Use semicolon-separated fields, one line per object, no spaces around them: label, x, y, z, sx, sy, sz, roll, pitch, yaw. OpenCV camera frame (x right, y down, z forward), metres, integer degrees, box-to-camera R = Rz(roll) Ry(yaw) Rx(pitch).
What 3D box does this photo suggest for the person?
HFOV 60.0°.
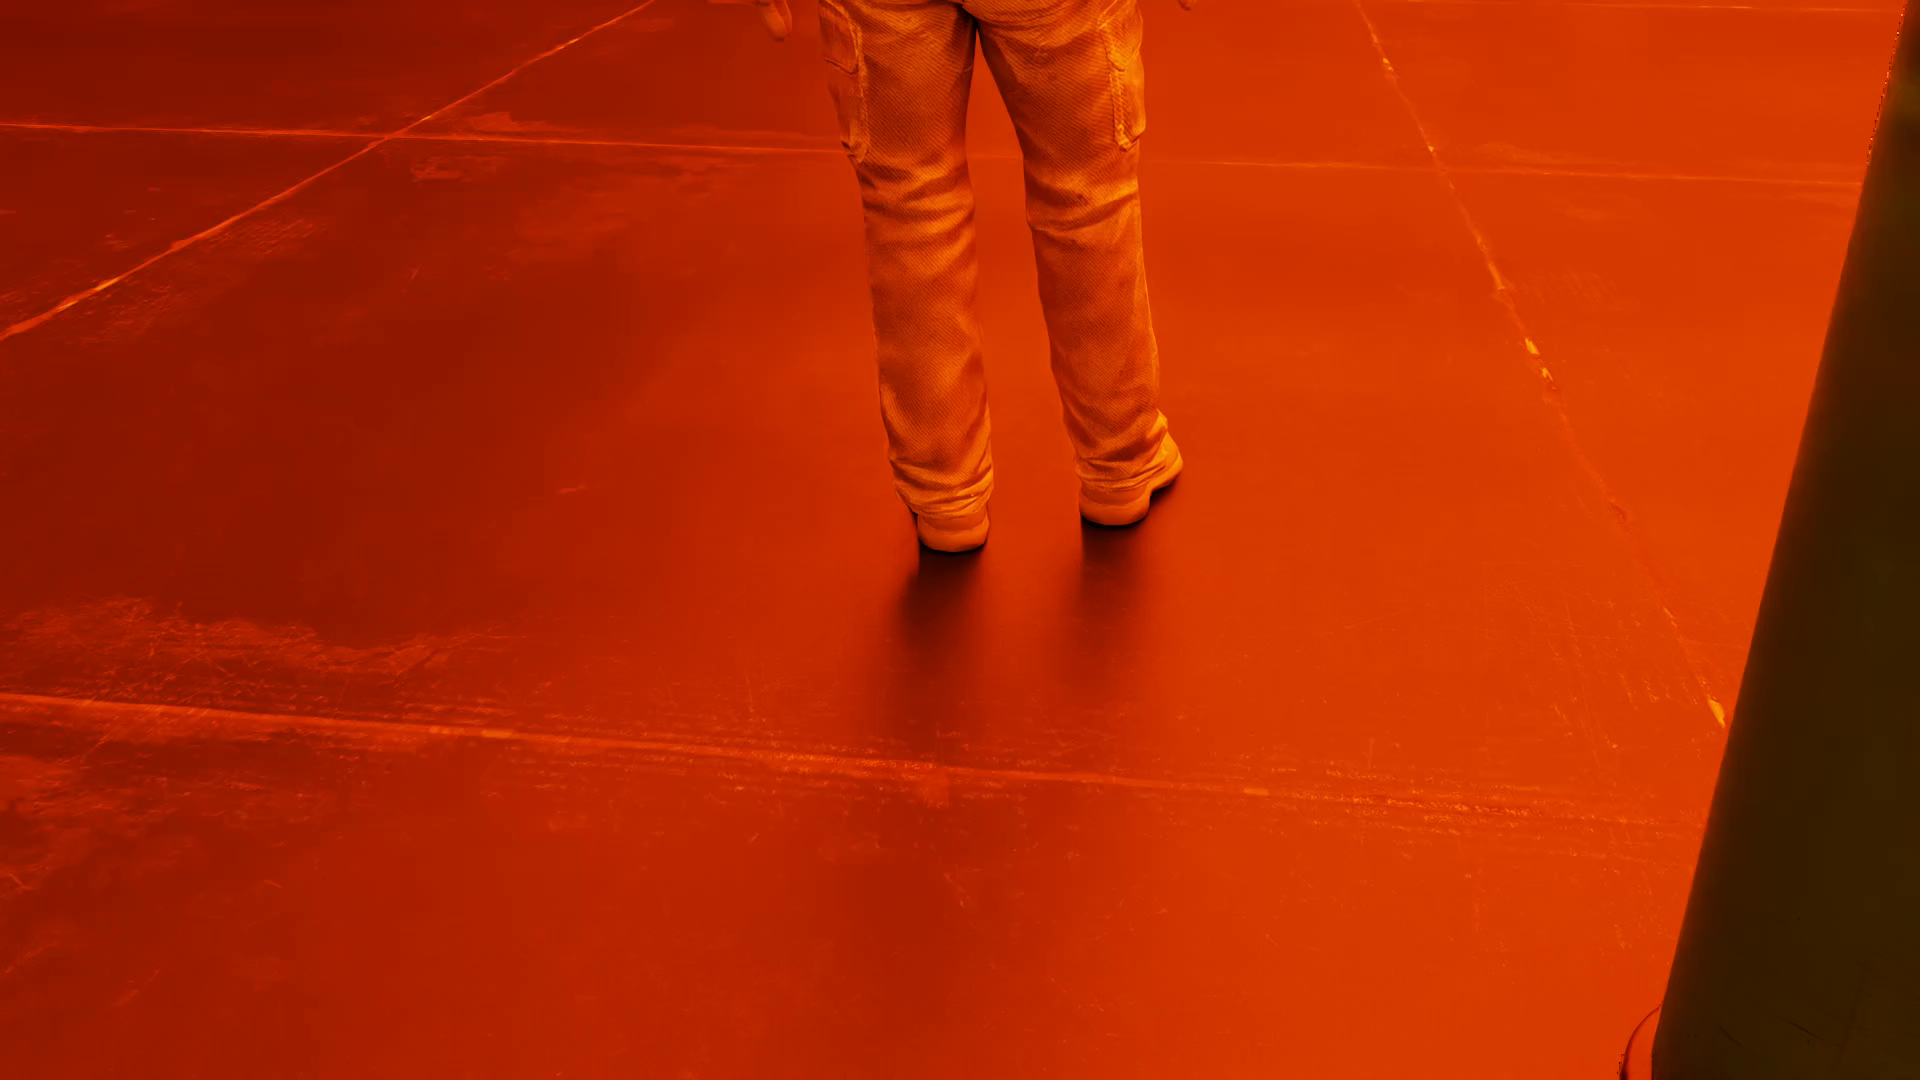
person;0.018;-0.836;2.162;0.656;1.781;0.576;3;27;7
